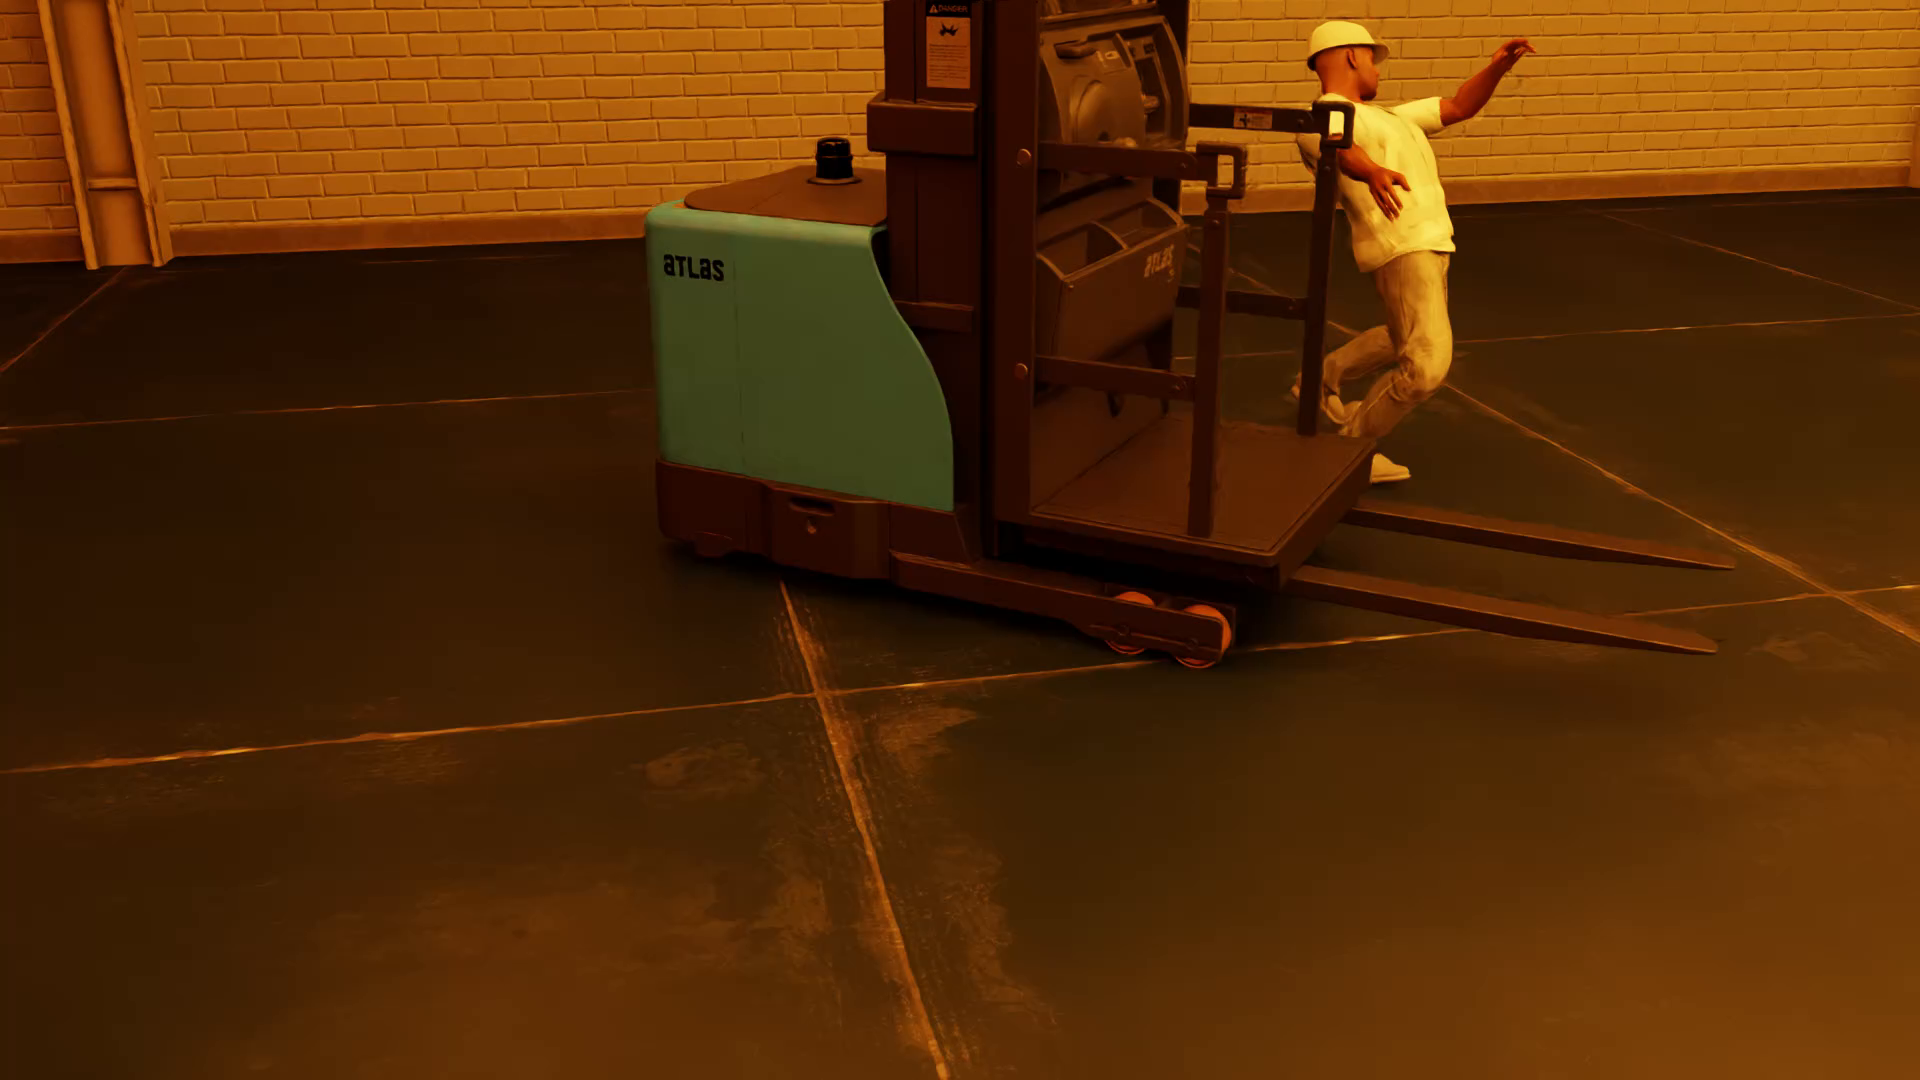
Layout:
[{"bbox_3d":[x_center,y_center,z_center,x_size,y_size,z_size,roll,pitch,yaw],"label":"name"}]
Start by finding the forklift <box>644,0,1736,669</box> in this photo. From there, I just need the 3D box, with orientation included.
[{"bbox_3d":[0.613,-1.244,4.449,3.031,2.935,1.130,10,23,25],"label":"forklift"}]

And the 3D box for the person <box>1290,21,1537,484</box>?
[{"bbox_3d":[1.438,-0.925,5.568,0.759,1.502,1.088,8,22,20],"label":"person"}]
